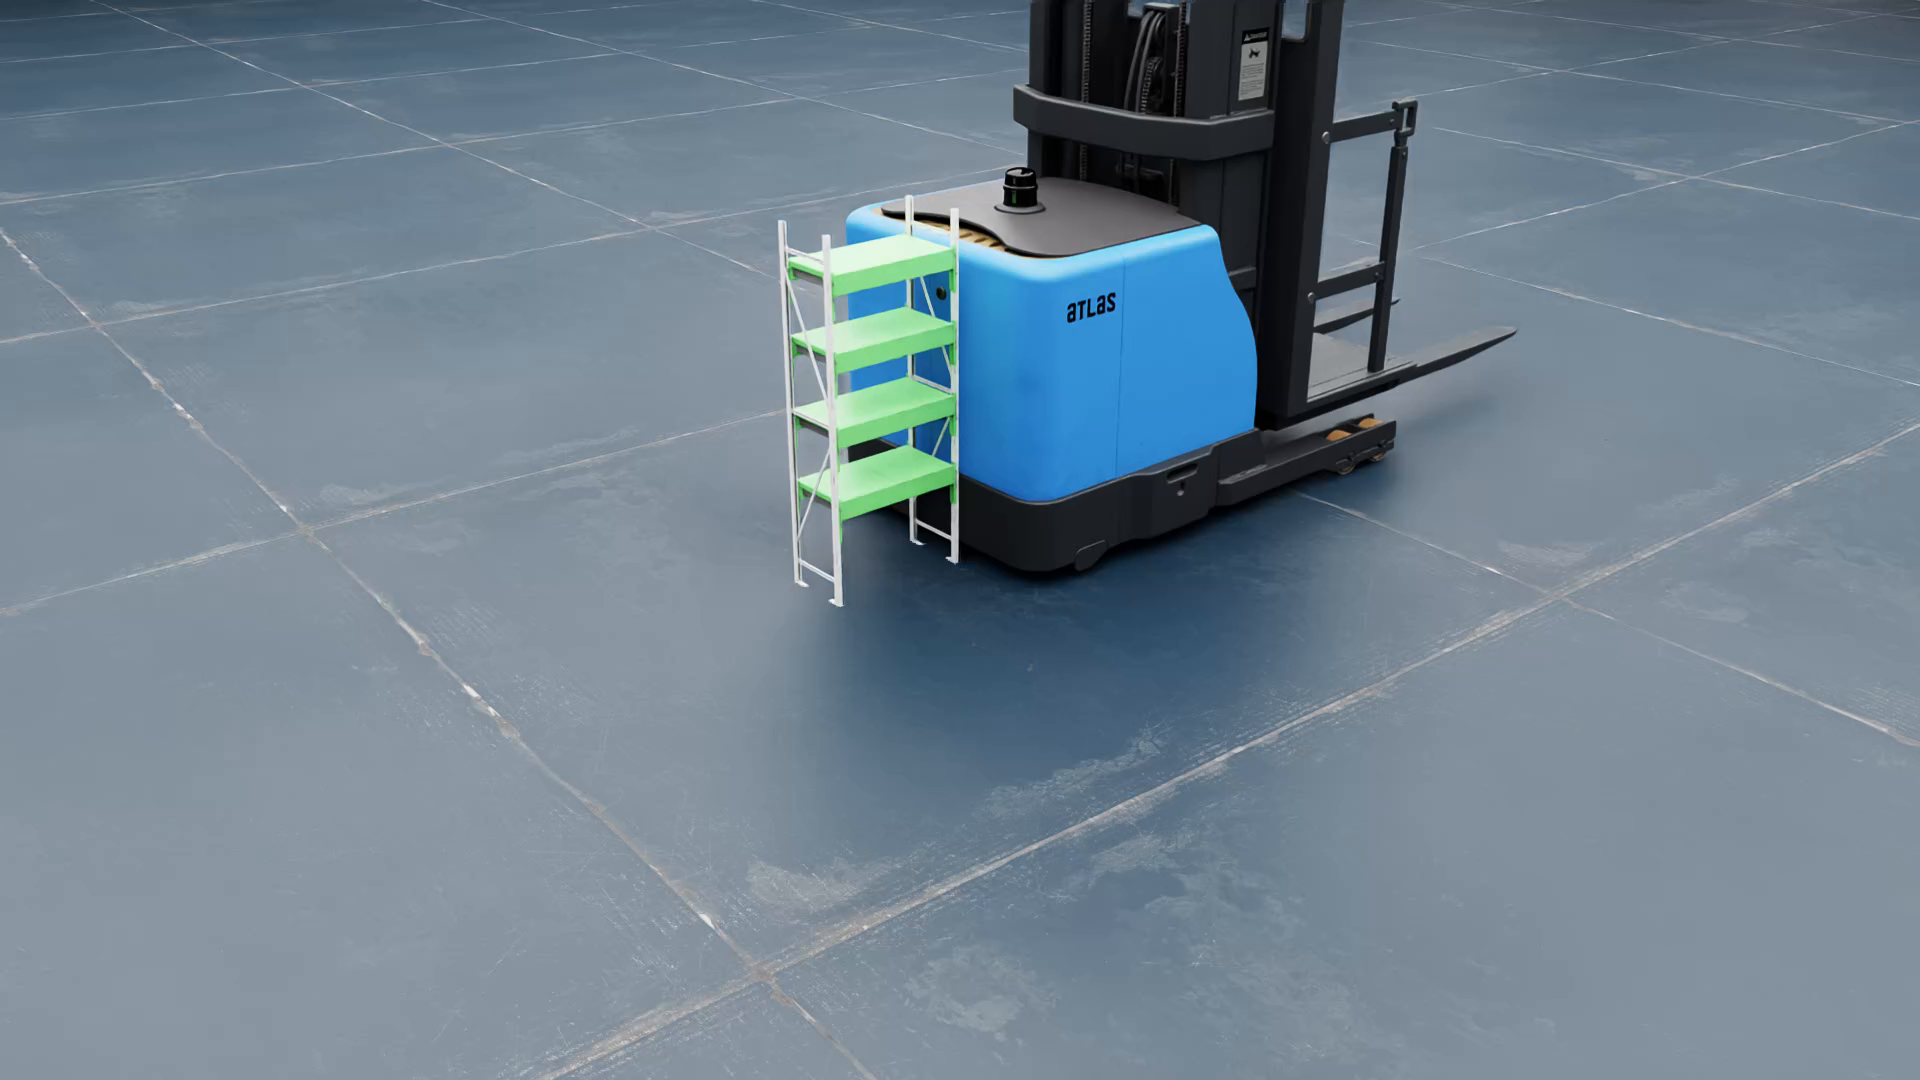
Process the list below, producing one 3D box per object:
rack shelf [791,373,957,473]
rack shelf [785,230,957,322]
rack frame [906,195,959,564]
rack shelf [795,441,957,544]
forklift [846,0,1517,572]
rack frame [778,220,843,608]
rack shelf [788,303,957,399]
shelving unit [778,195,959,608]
[{"bbox_3d":[-0.273,-0.378,5.291,0.480,0.148,0.258,-20,32,-36],"label":"rack shelf"},{"bbox_3d":[-0.273,-0.813,5.089,0.480,0.148,0.258,-20,32,-36],"label":"rack shelf"},{"bbox_3d":[-0.088,-0.503,5.409,0.015,1.200,0.240,-20,32,-36],"label":"rack frame"},{"bbox_3d":[-0.273,-0.160,5.392,0.480,0.148,0.258,-20,32,-36],"label":"rack shelf"},{"bbox_3d":[1.044,-1.726,5.987,3.031,2.935,1.130,-20,32,-36],"label":"forklift"},{"bbox_3d":[-0.457,-0.369,5.119,0.015,1.200,0.240,-20,32,-36],"label":"rack frame"},{"bbox_3d":[-0.273,-0.596,5.190,0.480,0.148,0.258,-20,32,-36],"label":"rack shelf"},{"bbox_3d":[-0.273,-0.436,5.264,0.503,1.200,0.258,-20,32,-36],"label":"shelving unit"}]
